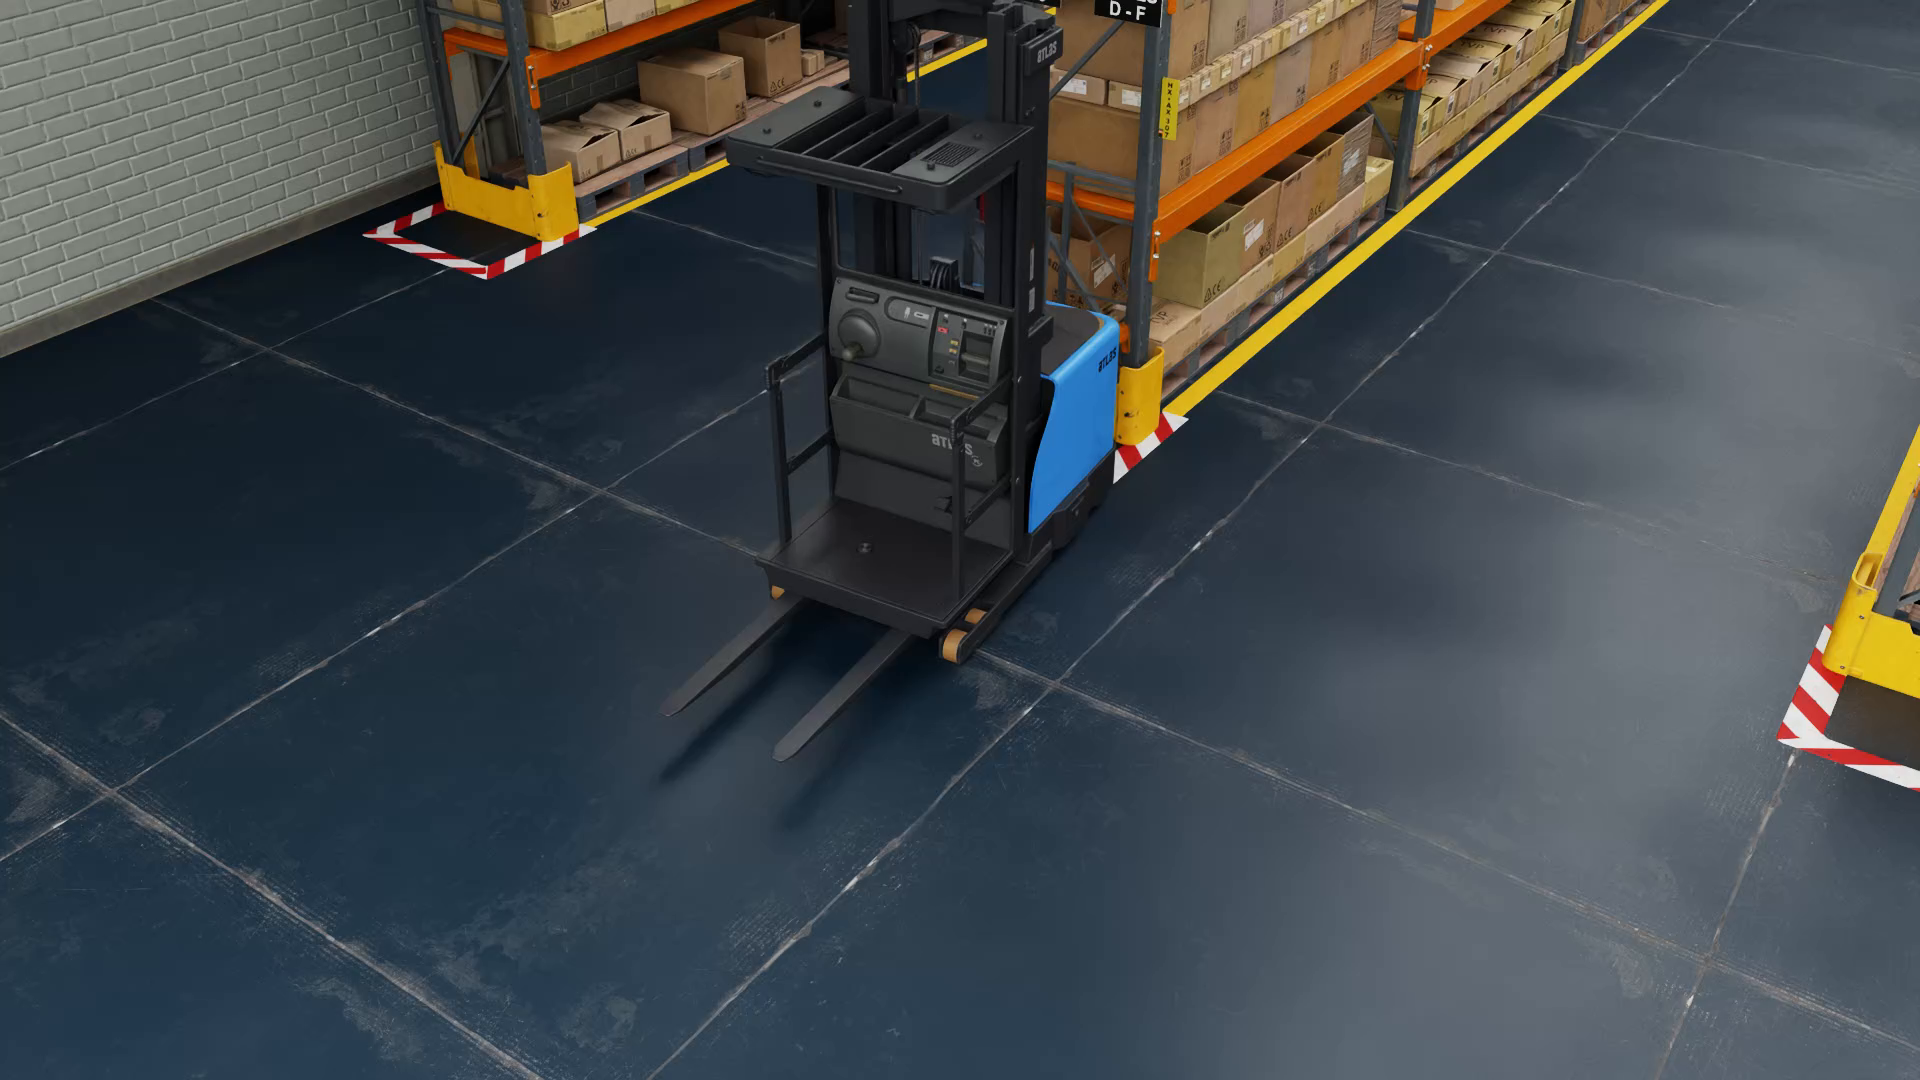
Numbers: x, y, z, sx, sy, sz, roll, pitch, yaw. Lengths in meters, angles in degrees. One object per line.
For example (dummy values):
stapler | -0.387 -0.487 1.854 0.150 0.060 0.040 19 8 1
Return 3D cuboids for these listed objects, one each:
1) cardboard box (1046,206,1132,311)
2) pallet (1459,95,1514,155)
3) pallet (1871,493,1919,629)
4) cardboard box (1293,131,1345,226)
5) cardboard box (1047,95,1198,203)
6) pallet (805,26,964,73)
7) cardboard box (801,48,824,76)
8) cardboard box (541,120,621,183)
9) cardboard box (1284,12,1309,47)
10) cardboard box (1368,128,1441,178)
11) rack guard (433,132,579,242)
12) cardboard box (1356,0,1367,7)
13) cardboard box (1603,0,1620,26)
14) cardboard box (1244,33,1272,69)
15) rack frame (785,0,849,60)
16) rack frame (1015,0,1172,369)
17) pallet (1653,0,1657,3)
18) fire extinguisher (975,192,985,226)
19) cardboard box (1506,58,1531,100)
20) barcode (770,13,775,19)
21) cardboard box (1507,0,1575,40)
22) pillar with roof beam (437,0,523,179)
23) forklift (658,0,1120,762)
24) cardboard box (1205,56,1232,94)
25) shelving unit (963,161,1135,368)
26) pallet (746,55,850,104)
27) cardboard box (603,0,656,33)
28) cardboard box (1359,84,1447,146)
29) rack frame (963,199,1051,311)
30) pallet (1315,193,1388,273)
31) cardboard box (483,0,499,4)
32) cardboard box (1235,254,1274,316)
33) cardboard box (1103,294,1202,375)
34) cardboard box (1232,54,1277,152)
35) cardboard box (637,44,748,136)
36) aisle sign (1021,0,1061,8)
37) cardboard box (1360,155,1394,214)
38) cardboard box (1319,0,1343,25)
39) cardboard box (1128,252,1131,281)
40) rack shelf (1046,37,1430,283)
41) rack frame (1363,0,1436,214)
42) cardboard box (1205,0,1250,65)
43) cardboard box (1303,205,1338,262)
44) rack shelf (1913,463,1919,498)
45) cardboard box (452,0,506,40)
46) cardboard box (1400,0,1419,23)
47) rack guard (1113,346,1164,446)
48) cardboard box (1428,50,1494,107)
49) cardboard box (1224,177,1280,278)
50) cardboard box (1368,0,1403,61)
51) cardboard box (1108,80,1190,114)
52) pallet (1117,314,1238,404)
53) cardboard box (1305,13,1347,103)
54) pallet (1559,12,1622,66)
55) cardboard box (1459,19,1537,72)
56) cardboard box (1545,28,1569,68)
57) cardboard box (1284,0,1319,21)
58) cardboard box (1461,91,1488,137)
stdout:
cardboard box | 0.710 -1.745 10.239 0.500 0.500 0.500 21 39 28
pallet | 4.013 -3.659 14.148 1.003 0.211 1.213 21 39 28
pallet | 5.188 0.259 8.355 1.003 0.211 1.213 21 39 28
cardboard box | 2.268 -2.504 11.360 0.500 0.500 0.500 21 39 28
cardboard box | 0.926 -2.310 9.575 0.700 0.500 0.500 21 39 28
pallet | -0.699 -4.683 15.662 1.003 0.211 1.213 21 39 28
cardboard box | -1.422 -4.232 14.643 0.380 0.166 0.250 16 37 22
cardboard box | -2.954 -2.997 12.687 0.500 0.311 0.500 17 37 23
cardboard box | 1.927 -3.187 10.292 0.380 0.149 0.250 22 40 29
cardboard box | 3.363 -3.040 12.823 0.500 0.250 0.500 20 39 27
rack guard | -3.379 -2.638 12.380 1.175 0.500 0.348 21 39 28
cardboard box | 2.512 -3.660 10.991 0.380 0.149 0.250 21 39 28
cardboard box | 5.999 -5.247 15.846 0.500 0.500 0.500 20 39 27
cardboard box | 1.637 -2.956 9.950 0.380 0.149 0.250 20 39 27
rack frame | -1.142 -5.479 14.351 1.000 3.000 0.127 21 39 28
rack frame | 0.649 -2.058 9.291 1.000 3.000 0.127 21 39 28
pallet | 7.058 -6.039 17.667 1.003 0.211 1.213 21 39 28
fire extinguisher | 0.200 -2.120 9.452 0.296 0.674 0.183 21 39 28
cardboard box | 4.531 -3.986 14.221 0.500 0.250 0.500 22 40 29
barcode | -1.647 -4.587 14.584 0.001 0.075 0.075 21 39 28
cardboard box | 5.114 -4.687 14.758 0.500 0.311 0.500 22 40 29
pillar with roof beam | -0.198 -5.347 8.799 9.100 9.000 0.400 21 39 28
forklift | -0.308 -0.910 7.654 1.130 2.935 3.031 18 38 24
cardboard box | 1.341 -2.717 9.597 0.380 0.149 0.250 21 40 28
shelving unit | 0.506 -1.216 9.217 0.587 1.500 1.083 19 31 29
pallet | -1.496 -4.004 14.658 1.003 0.211 1.213 21 39 28
cardboard box | -2.599 -3.951 12.207 0.500 0.250 0.500 20 39 27
cardboard box | 3.370 -3.277 12.672 0.500 0.311 0.500 21 40 28
rack frame | 0.217 -1.029 8.831 0.500 1.500 0.032 19 31 29
pallet | 2.442 -2.391 12.273 1.003 0.211 1.213 21 39 28
cardboard box | -3.329 -4.180 11.876 0.500 0.500 0.500 21 39 28
cardboard box | 1.705 -1.730 10.886 0.500 0.250 0.500 21 39 28
cardboard box | 1.137 -1.269 10.204 0.500 0.250 0.500 21 39 28
cardboard box | 1.509 -2.780 10.270 0.700 0.500 0.500 22 40 28
cardboard box | -2.170 -3.659 13.497 0.700 0.500 0.500 19 38 25
aisle sign | 0.370 -3.199 8.657 0.394 0.787 0.004 21 39 28
cardboard box | 2.845 -2.651 12.247 0.500 0.250 0.500 21 39 28
cardboard box | 2.225 -3.432 10.654 0.380 0.149 0.250 22 40 29
cardboard box | 0.987 -1.668 10.794 0.500 0.250 0.500 21 39 28
rack shelf | 1.789 -2.680 10.854 1.077 0.370 4.000 21 39 28
rack frame | 2.930 -3.899 12.013 1.000 3.000 0.127 21 39 28
cardboard box | 1.251 -3.116 9.608 0.700 0.500 0.500 20 39 27
cardboard box | 2.279 -2.189 11.564 0.500 0.250 0.500 21 39 28
rack shelf | 5.856 -1.097 8.512 1.077 0.370 4.000 21 39 28
cardboard box | -3.315 -3.862 12.075 0.500 0.250 0.500 22 40 29
cardboard box | 3.175 -4.077 12.411 0.500 0.250 0.500 24 41 31
rack guard | 0.635 -1.012 9.975 1.175 0.500 0.348 21 39 28
cardboard box | 3.954 -3.744 13.363 0.500 0.311 0.500 20 39 27
cardboard box | 1.696 -2.044 10.681 0.500 0.500 0.500 21 39 28
cardboard box | 2.682 -3.734 11.680 0.700 0.500 0.500 20 39 27
cardboard box | 1.050 -2.480 9.247 0.380 0.149 0.250 21 39 28
pallet | 1.051 -1.268 10.613 1.003 0.211 1.213 21 39 28
cardboard box | 2.097 -3.260 10.979 0.700 0.500 0.500 22 40 29
pallet | 5.667 -4.916 16.007 1.003 0.211 1.213 21 39 28
cardboard box | 4.533 -4.215 14.059 0.500 0.311 0.500 21 39 28
cardboard box | 5.111 -4.455 14.915 0.500 0.250 0.500 22 40 29
cardboard box | 1.823 -3.579 10.292 0.700 0.500 0.500 21 39 28
cardboard box | 3.949 -3.514 13.524 0.500 0.250 0.500 20 39 27
